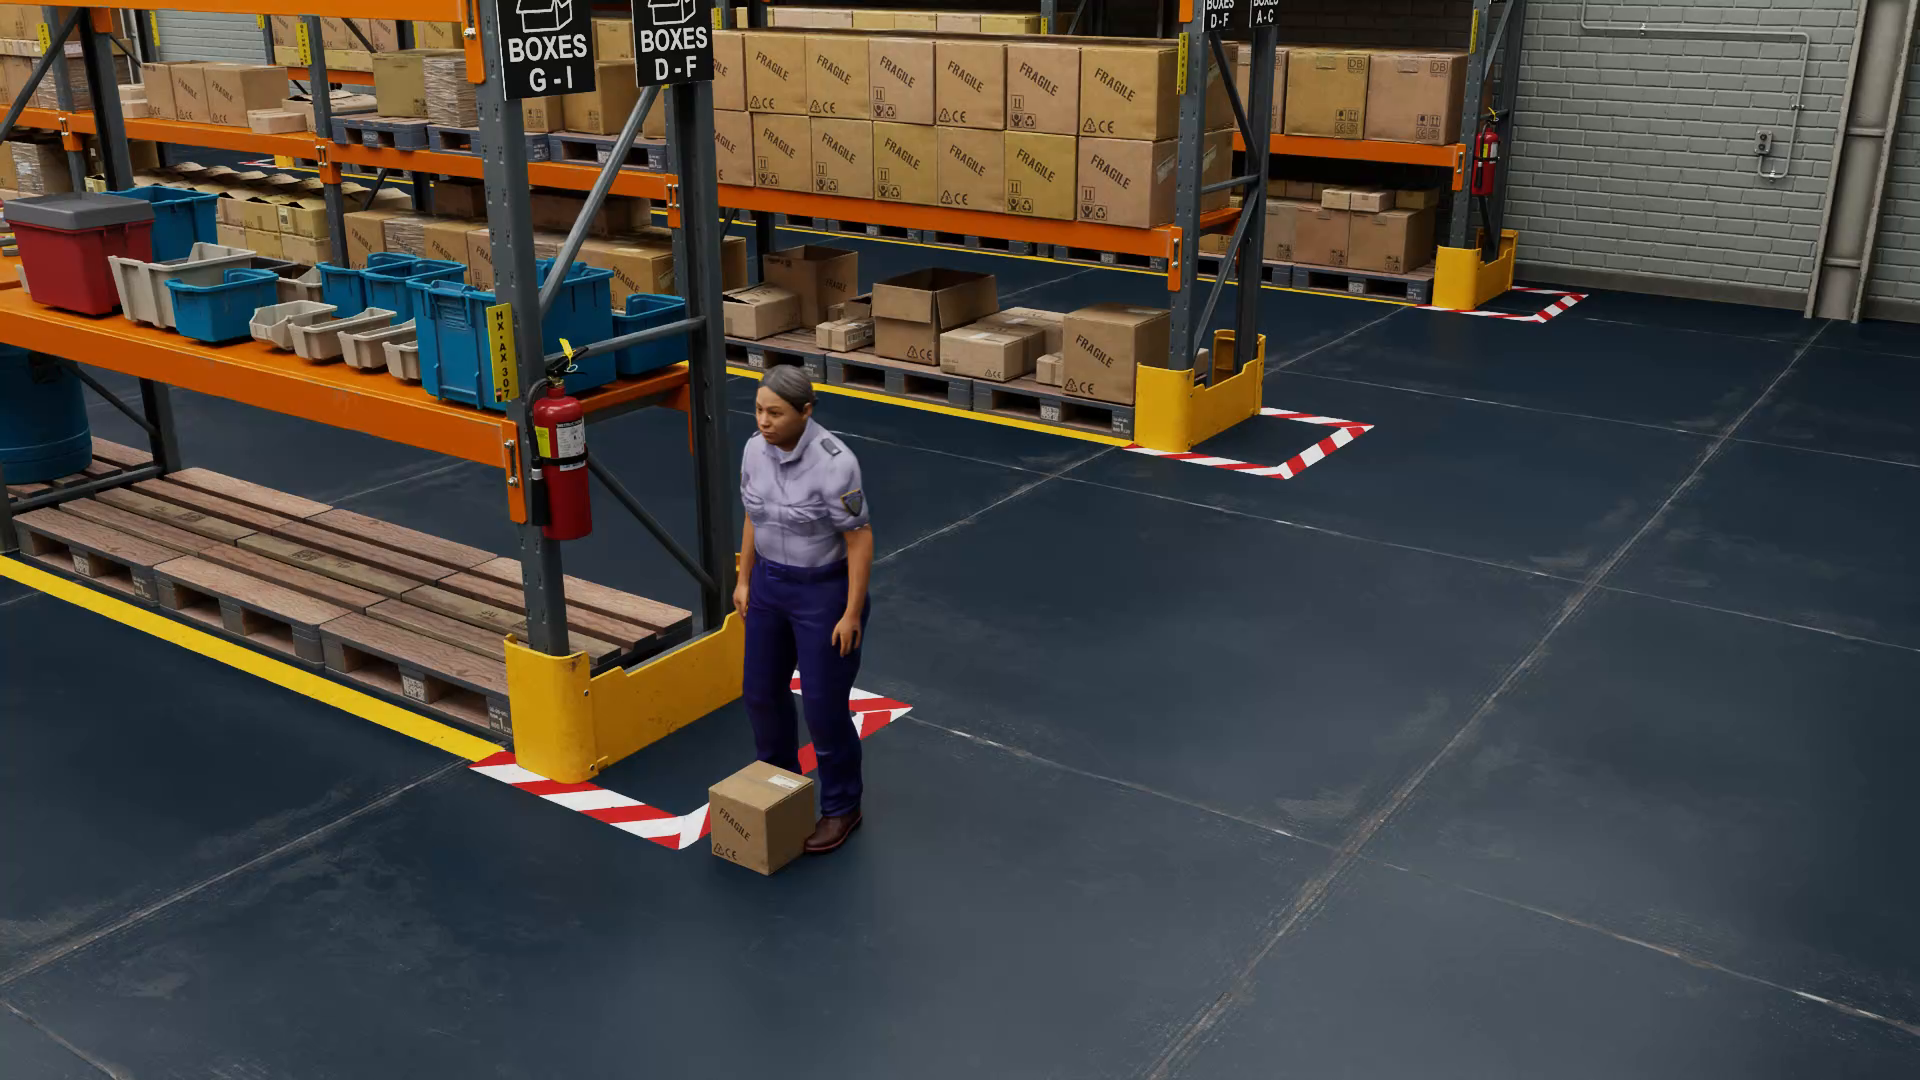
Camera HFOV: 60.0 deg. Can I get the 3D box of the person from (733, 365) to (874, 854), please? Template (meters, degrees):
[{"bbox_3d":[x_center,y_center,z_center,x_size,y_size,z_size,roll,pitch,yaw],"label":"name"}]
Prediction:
[{"bbox_3d":[-0.527,0.204,5.521,0.551,1.651,0.367,14,24,34],"label":"person"}]
